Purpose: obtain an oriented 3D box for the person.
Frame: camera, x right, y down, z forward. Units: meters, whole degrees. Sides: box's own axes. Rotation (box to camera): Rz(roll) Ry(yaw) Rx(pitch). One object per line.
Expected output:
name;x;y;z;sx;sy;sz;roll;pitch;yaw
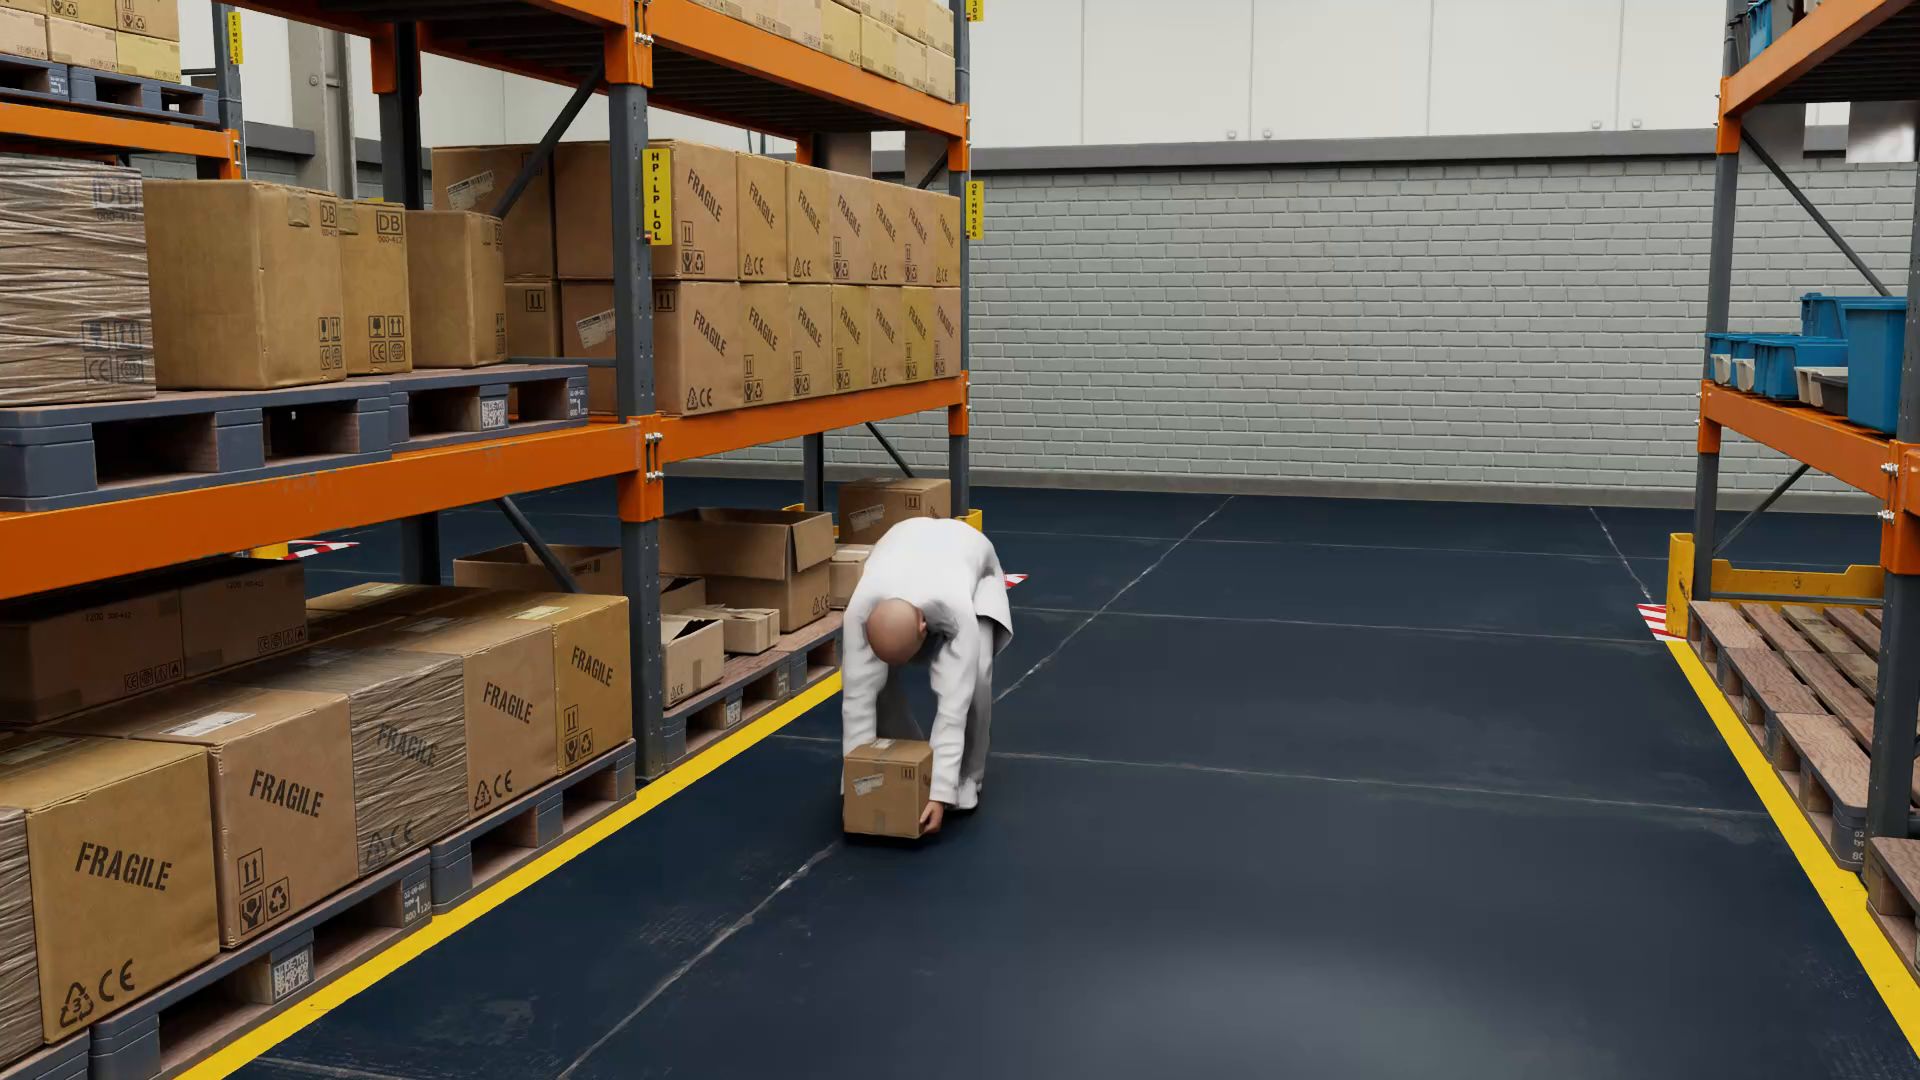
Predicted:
person;-0.131;0.435;5.630;0.581;0.981;0.943;2;8;13
